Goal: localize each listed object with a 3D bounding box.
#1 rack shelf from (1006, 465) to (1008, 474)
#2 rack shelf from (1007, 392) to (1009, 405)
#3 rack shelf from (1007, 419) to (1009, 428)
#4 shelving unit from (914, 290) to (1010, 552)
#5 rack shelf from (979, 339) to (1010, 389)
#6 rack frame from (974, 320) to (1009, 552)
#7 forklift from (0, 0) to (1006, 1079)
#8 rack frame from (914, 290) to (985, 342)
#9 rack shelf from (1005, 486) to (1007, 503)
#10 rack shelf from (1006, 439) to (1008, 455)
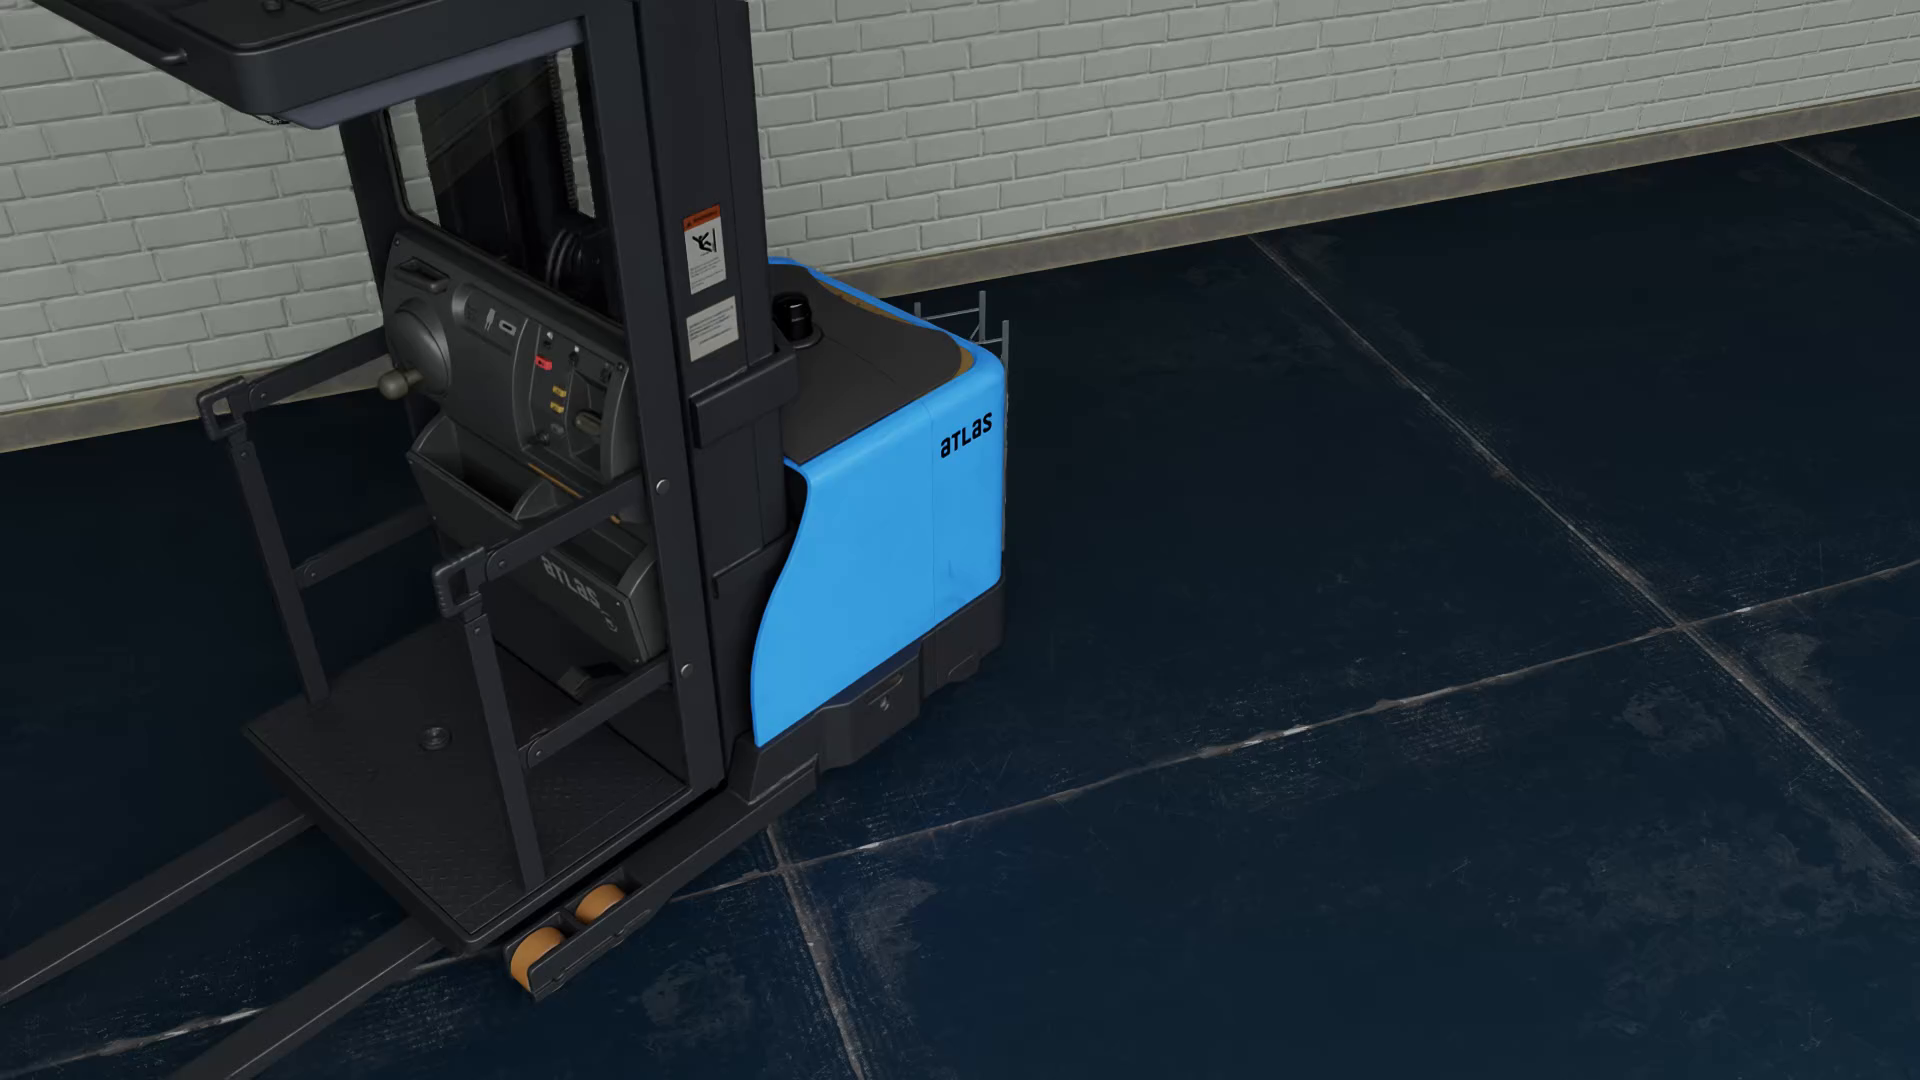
[{"bbox_3d":[0.003,-0.256,5.547,0.258,0.077,0.200,-12,39,-16],"label":"rack shelf"},{"bbox_3d":[0.003,-0.472,5.385,0.258,0.077,0.200,-12,39,-16],"label":"rack shelf"},{"bbox_3d":[0.003,-0.400,5.439,0.258,0.077,0.200,-12,39,-16],"label":"rack shelf"},{"bbox_3d":[0.003,-0.355,5.473,0.258,0.900,0.210,-12,39,-16],"label":"shelving unit"},{"bbox_3d":[0.003,-0.544,5.331,0.258,0.077,0.200,-12,39,-16],"label":"rack shelf"},{"bbox_3d":[0.038,-0.297,5.397,0.240,0.900,0.006,-12,39,-16],"label":"rack frame"},{"bbox_3d":[-1.226,-0.368,3.803,1.130,2.935,3.031,29,46,33],"label":"forklift"},{"bbox_3d":[-0.032,-0.412,5.549,0.240,0.900,0.006,-12,39,-16],"label":"rack frame"},{"bbox_3d":[0.003,-0.184,5.602,0.258,0.077,0.200,-12,39,-16],"label":"rack shelf"},{"bbox_3d":[0.003,-0.328,5.493,0.258,0.077,0.200,-12,39,-16],"label":"rack shelf"}]
